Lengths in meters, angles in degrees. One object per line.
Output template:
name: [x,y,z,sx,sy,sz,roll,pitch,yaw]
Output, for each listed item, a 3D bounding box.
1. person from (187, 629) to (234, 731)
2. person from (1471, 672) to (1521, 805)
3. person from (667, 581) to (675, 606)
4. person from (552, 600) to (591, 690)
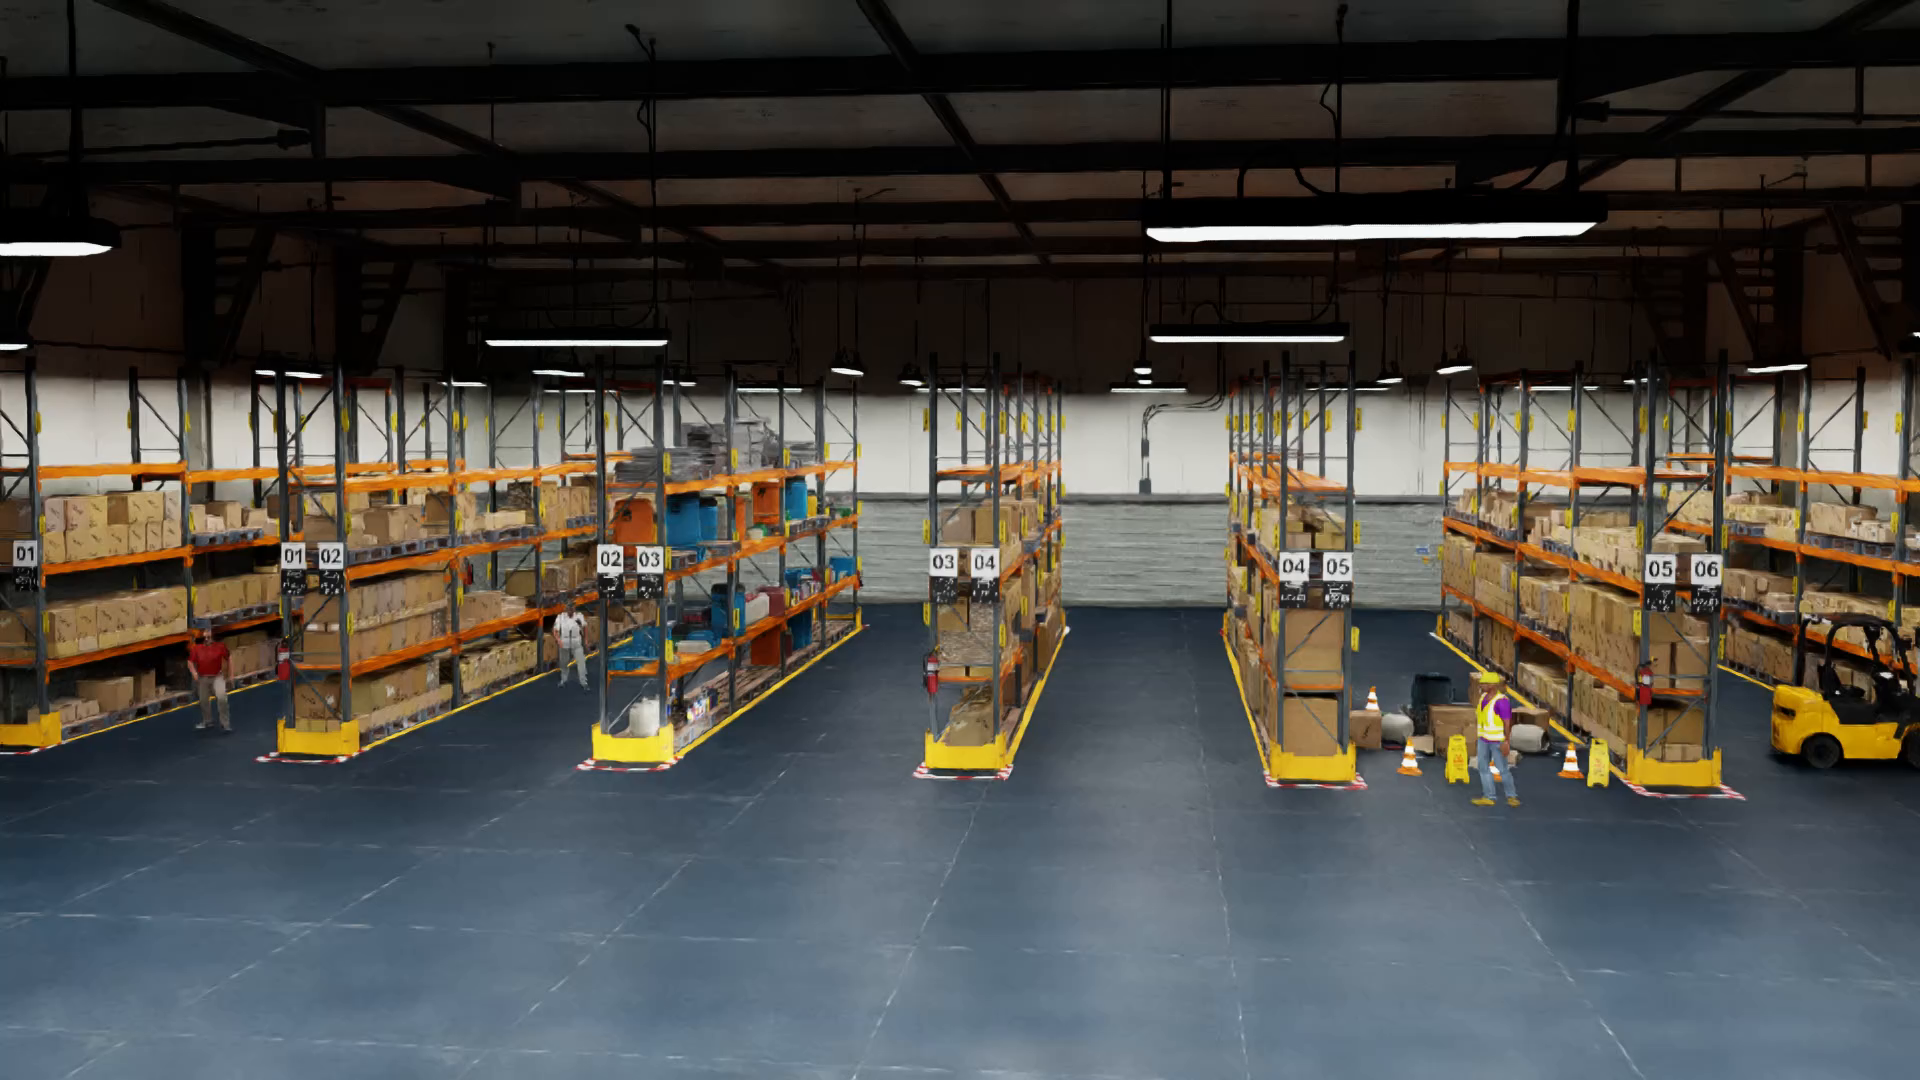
person: [-12.145,2.256,27.004,0.702,1.667,0.808,-1,4,-13]
person: [7.011,2.595,21.758,0.540,1.759,0.658,-2,4,-21]
person: [-8.130,0.943,45.262,0.708,1.701,0.797,-1,4,-13]
person: [-7.267,1.944,31.126,0.691,1.691,0.860,-1,4,-10]
